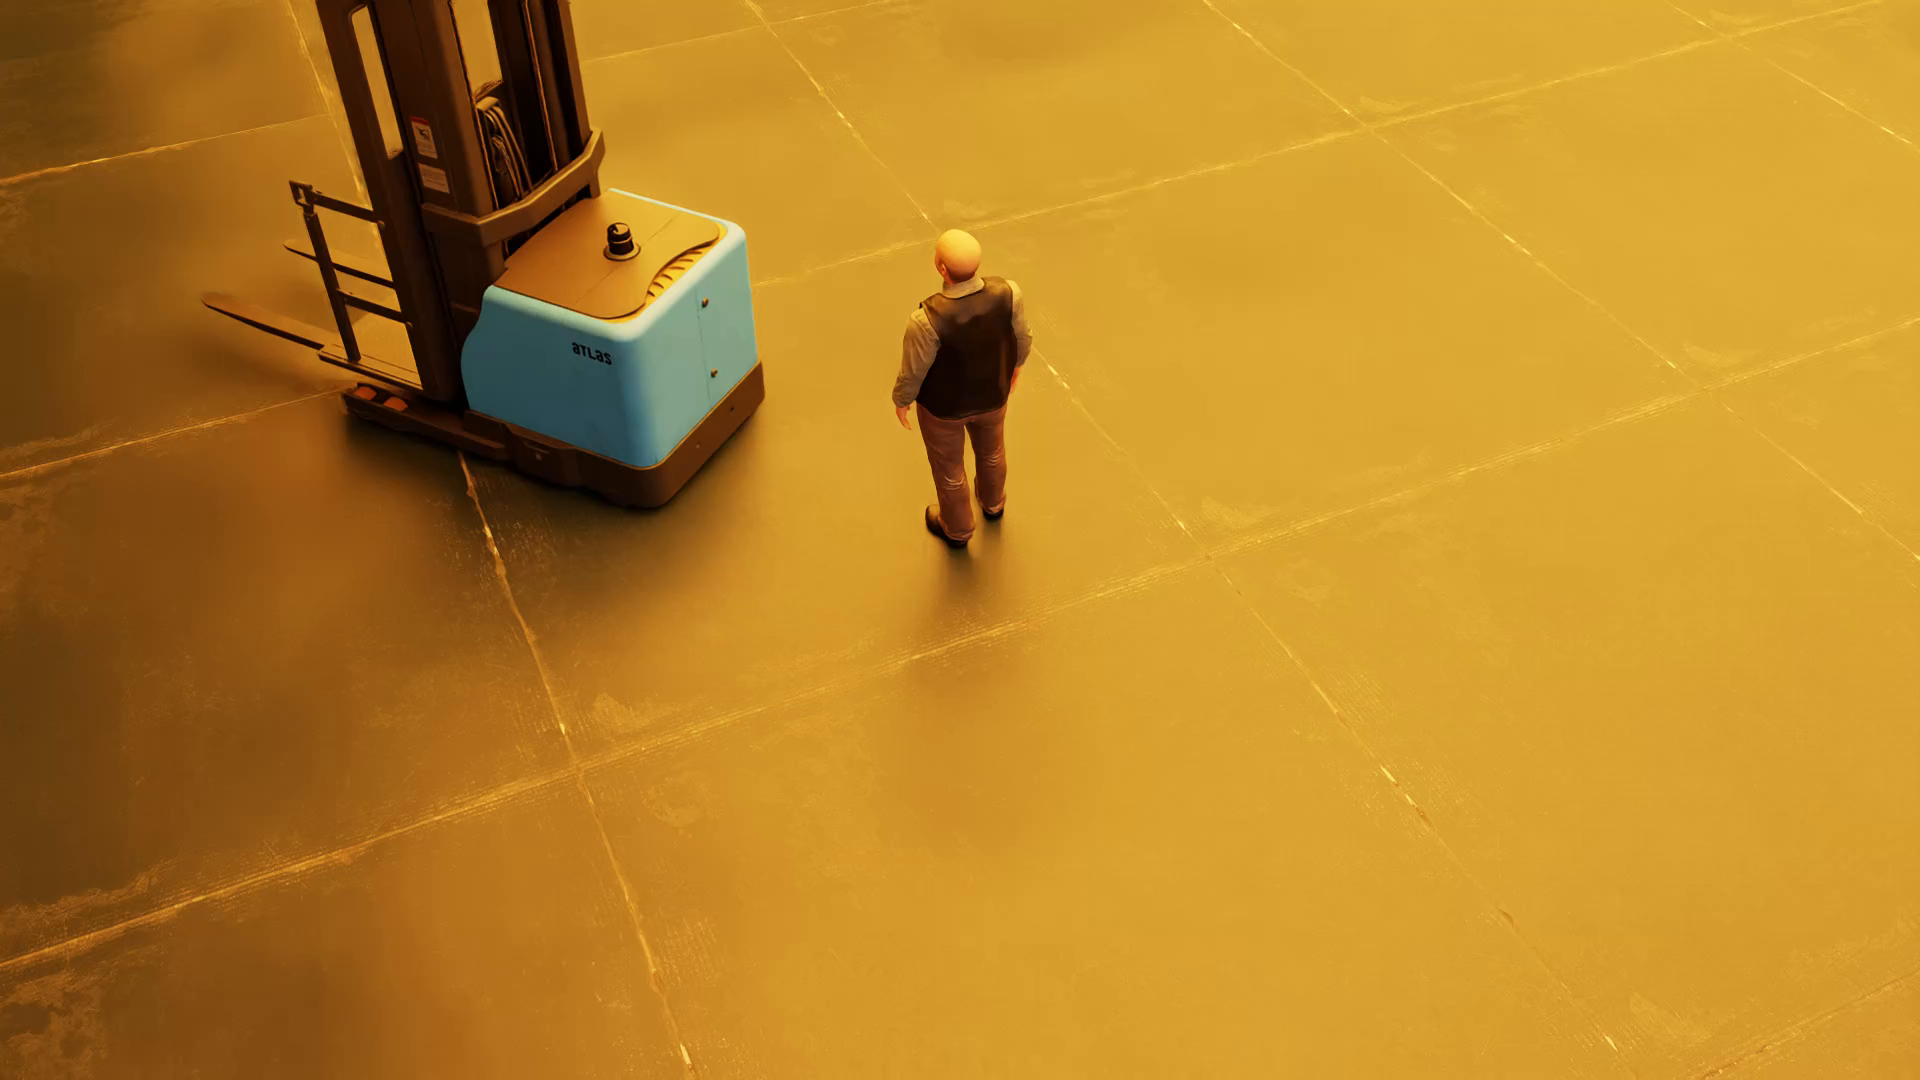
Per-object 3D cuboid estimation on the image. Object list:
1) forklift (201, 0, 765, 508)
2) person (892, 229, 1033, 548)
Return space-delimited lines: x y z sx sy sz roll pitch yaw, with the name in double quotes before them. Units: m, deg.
"forklift" -2.550 -1.929 7.747 3.031 2.935 1.130 19 46 19
"person" -0.019 -0.675 7.280 0.632 1.720 0.568 -18 46 -18
